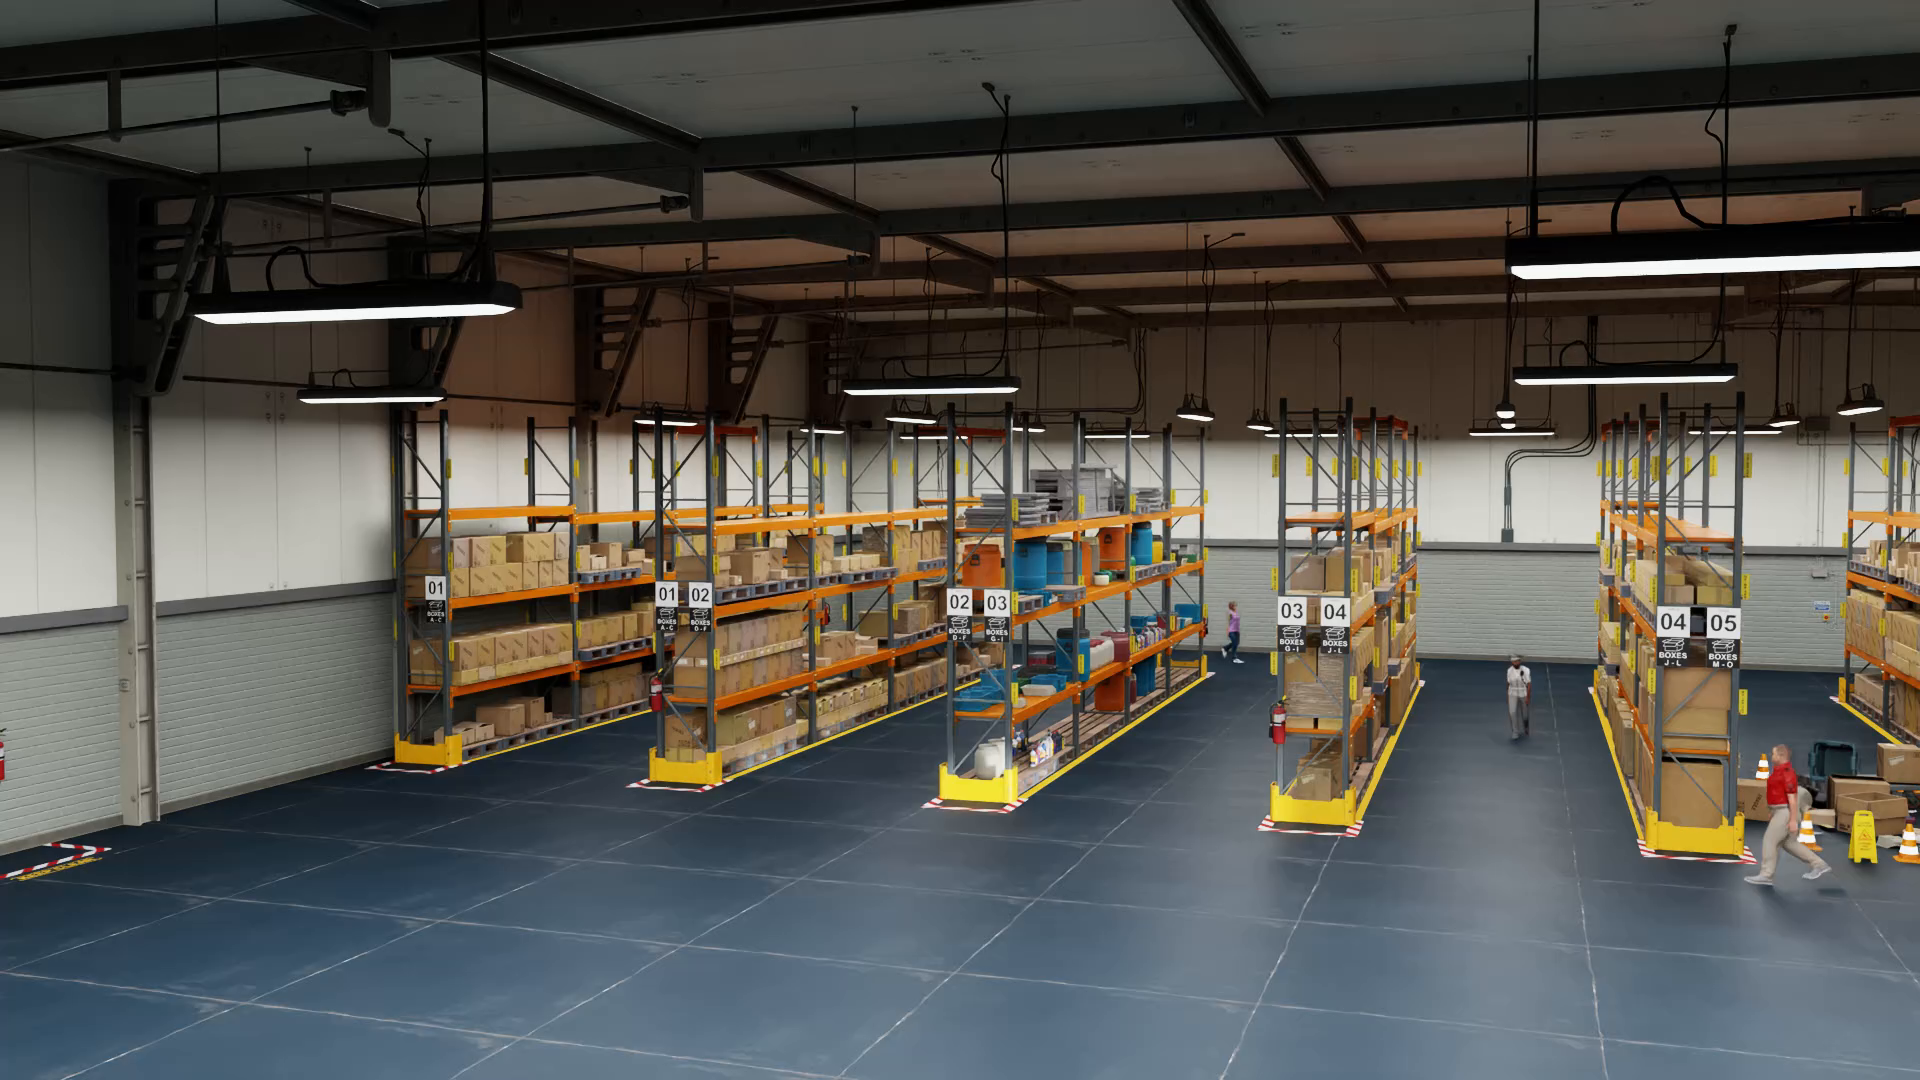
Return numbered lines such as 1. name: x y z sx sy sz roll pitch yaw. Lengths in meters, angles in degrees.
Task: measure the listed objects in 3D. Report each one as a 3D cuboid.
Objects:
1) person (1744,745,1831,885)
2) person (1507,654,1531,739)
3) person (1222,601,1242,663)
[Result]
1. person: 9.927 3.291 19.927 0.986 1.684 0.570 1 3 13
2. person: 10.411 2.888 30.997 0.434 1.541 0.960 1 3 26
3. person: 7.017 2.363 42.959 0.443 1.584 0.686 -2 3 -42
